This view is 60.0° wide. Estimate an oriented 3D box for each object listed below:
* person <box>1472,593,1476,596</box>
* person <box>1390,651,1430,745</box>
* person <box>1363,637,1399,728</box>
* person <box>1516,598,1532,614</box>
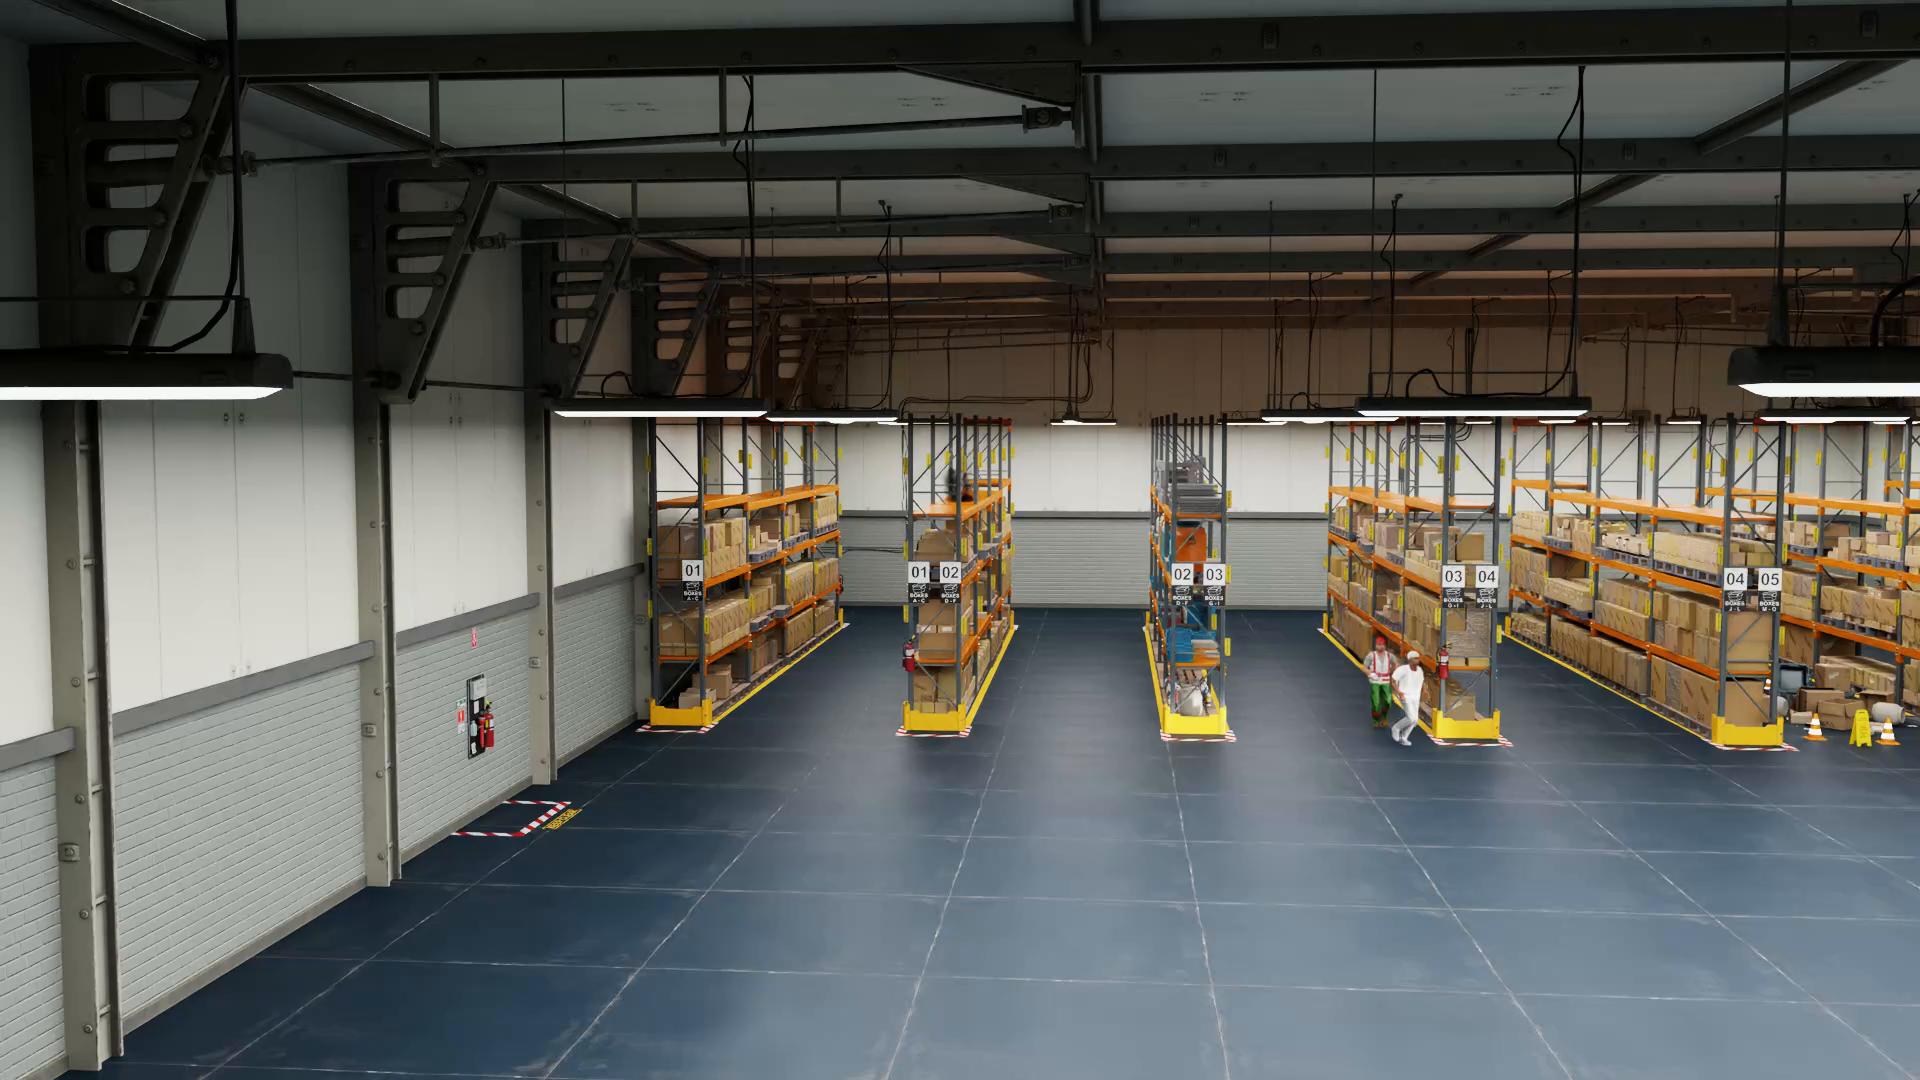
[{"bbox_3d":[14.766,1.705,46.998,0.814,1.710,0.766,-2,4,-25],"label":"person"},{"bbox_3d":[8.141,2.852,30.044,0.702,1.718,0.557,-2,4,-28],"label":"person"},{"bbox_3d":[7.988,2.713,31.494,0.699,1.743,0.615,0,4,3],"label":"person"},{"bbox_3d":[16.131,1.738,47.403,0.549,1.563,0.766,1,4,19],"label":"person"}]
